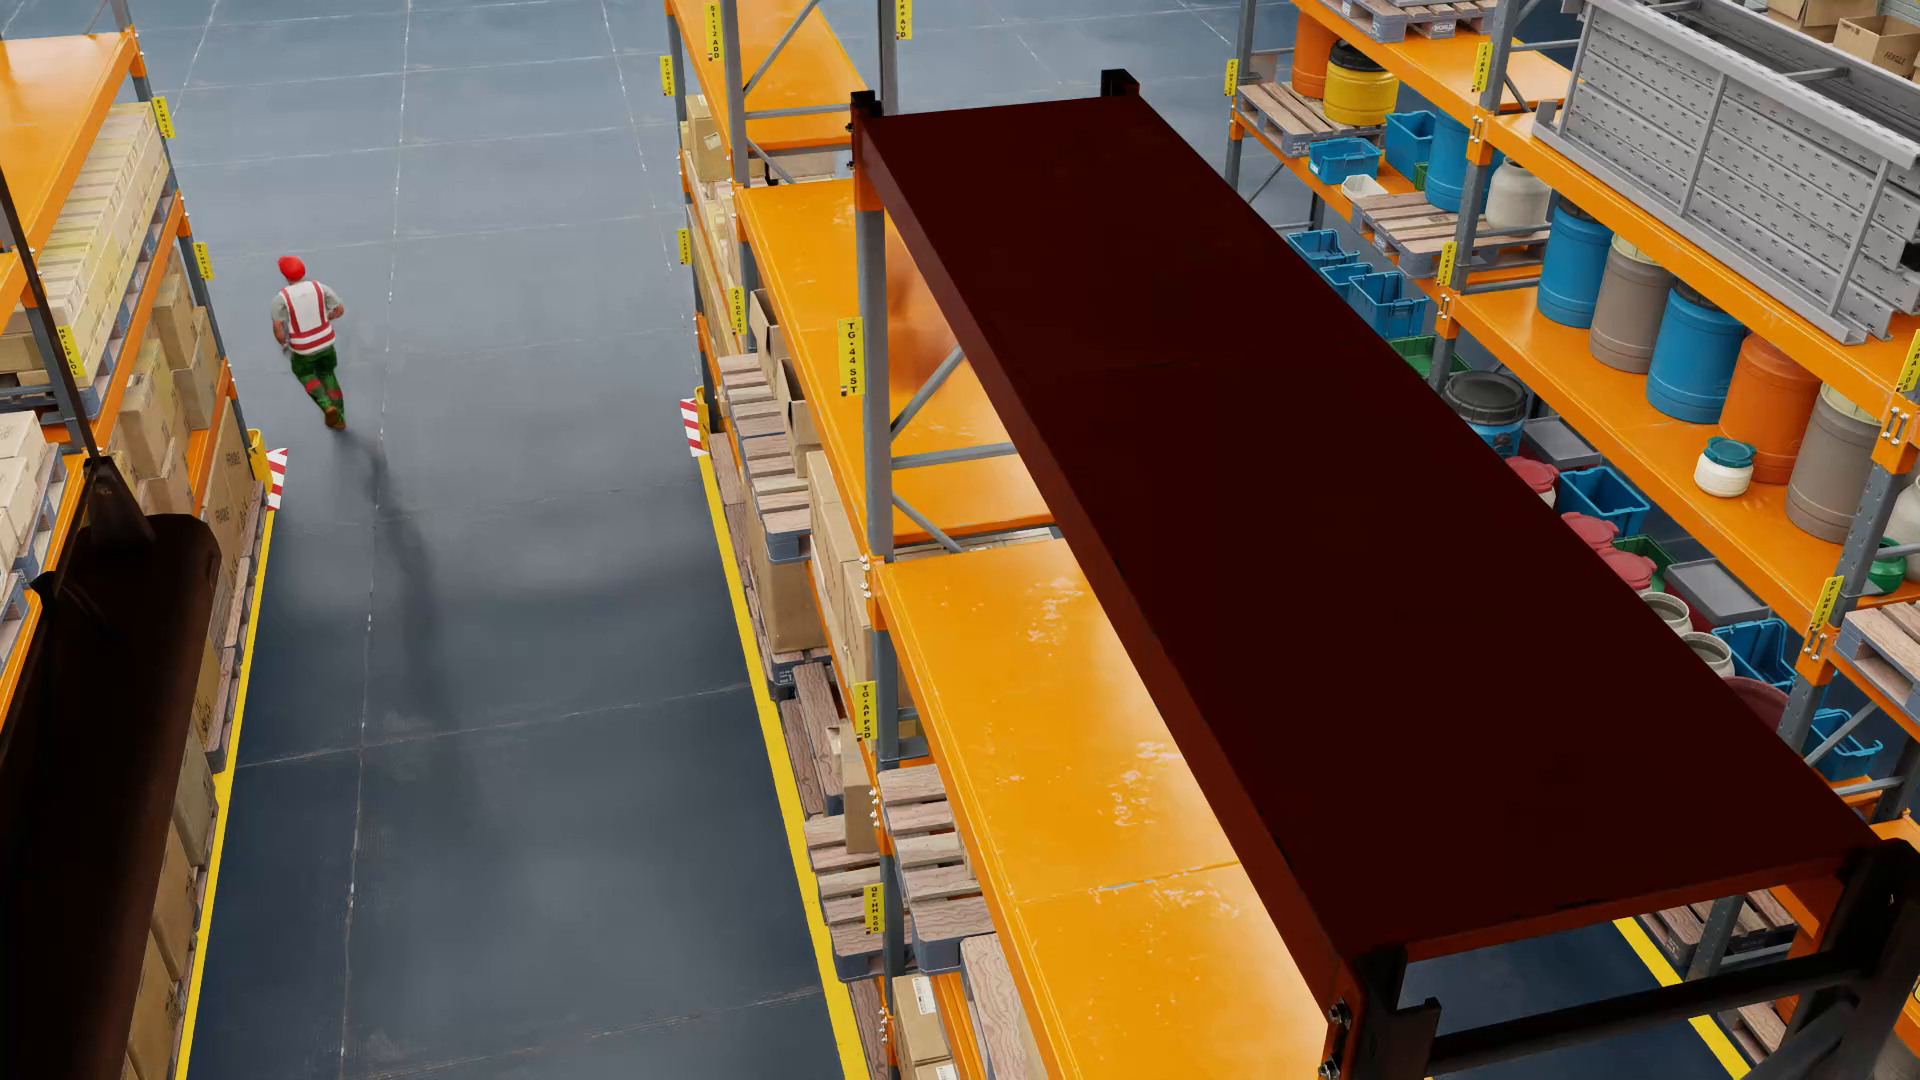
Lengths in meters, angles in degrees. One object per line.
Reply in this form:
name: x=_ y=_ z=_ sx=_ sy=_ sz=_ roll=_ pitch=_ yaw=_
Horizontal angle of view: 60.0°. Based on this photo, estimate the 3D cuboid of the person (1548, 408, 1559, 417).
person: x=5.335 y=-1.291 z=14.500 sx=0.575 sy=1.645 sz=0.914 roll=-13 pitch=36 yaw=-18

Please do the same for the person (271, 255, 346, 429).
person: x=-5.929 y=-1.798 z=15.189 sx=0.676 sy=1.750 sz=0.604 roll=-24 pitch=41 yaw=-31
